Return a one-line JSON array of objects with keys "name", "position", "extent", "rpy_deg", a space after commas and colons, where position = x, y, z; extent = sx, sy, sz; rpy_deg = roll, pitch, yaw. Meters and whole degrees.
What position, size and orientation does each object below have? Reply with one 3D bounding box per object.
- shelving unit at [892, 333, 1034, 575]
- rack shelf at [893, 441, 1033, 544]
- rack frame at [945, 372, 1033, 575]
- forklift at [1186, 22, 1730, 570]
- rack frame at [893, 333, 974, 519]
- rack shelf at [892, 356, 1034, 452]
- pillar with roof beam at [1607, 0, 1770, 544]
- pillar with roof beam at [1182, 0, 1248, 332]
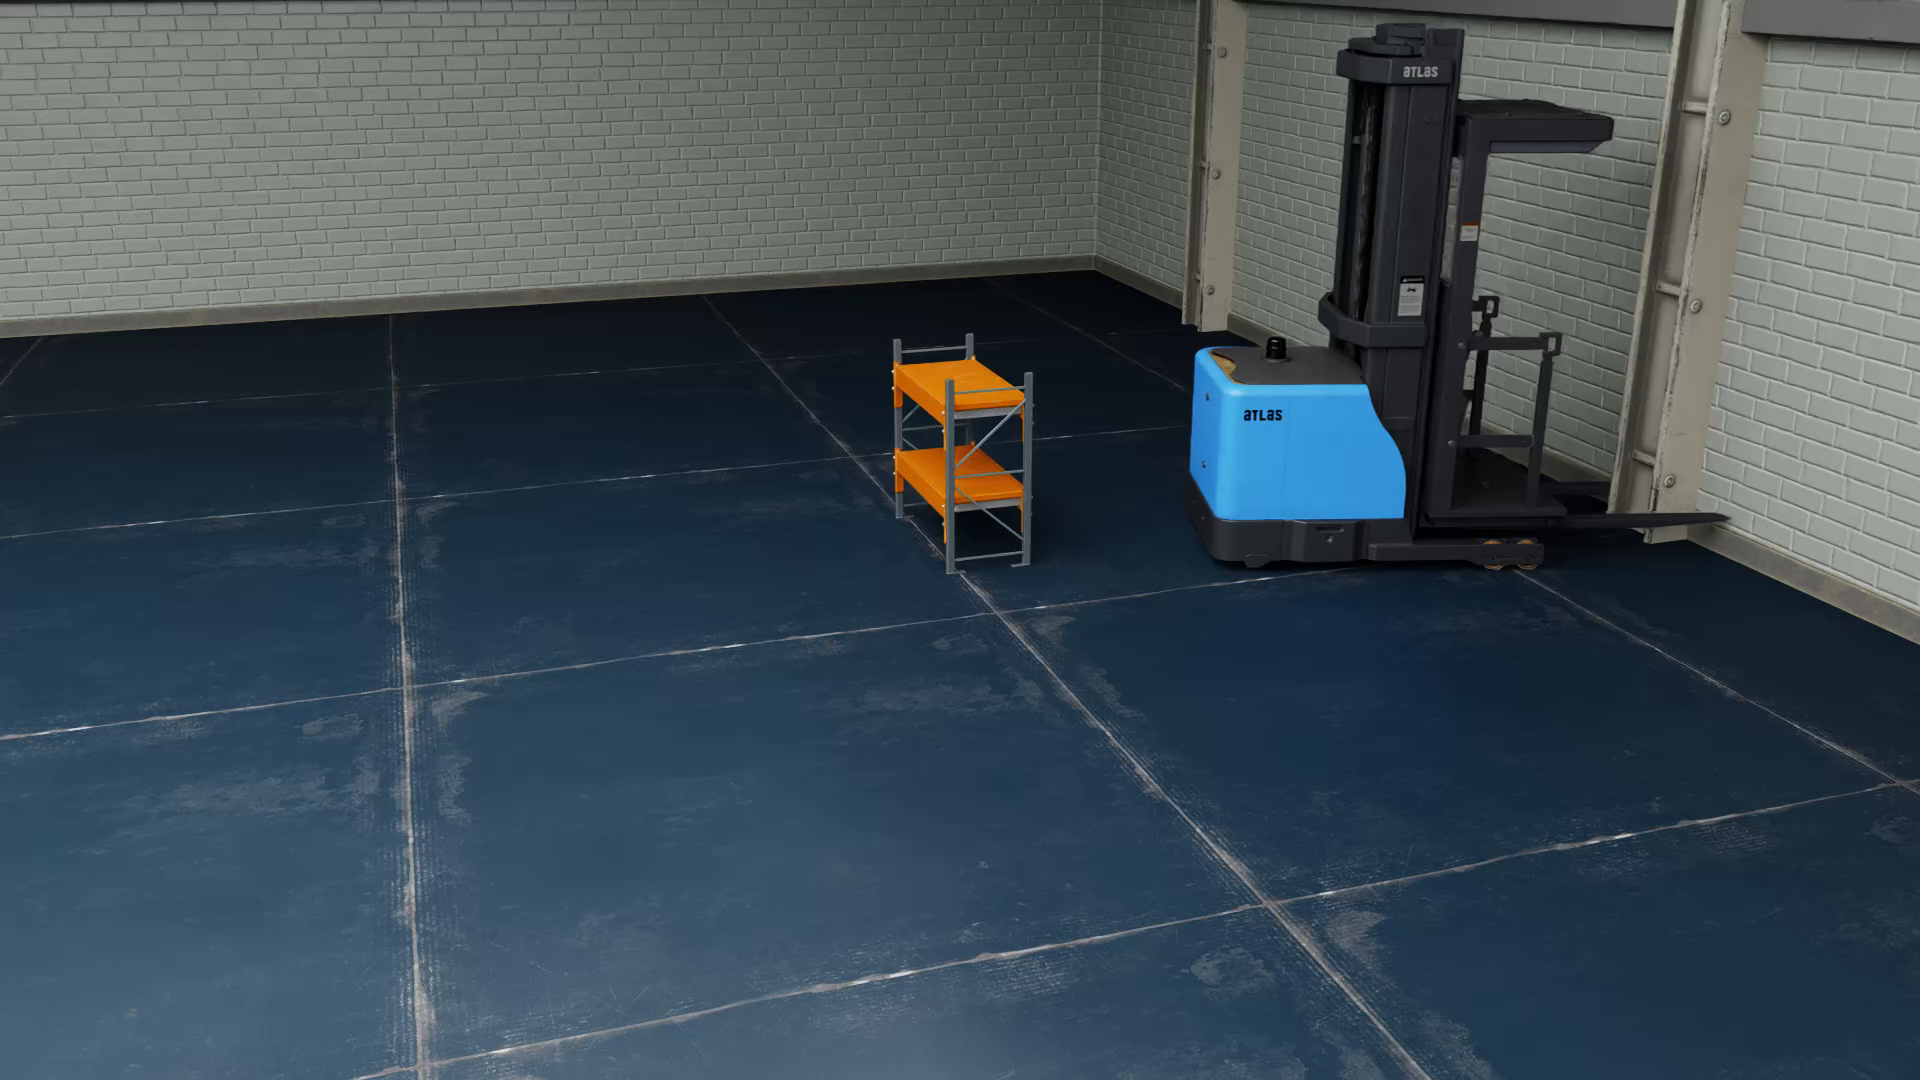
[{"name": "shelving unit", "position": [0.002, -0.527, 9.720], "extent": [0.538, 1.125, 1.048], "rpy_deg": [-6, 21, -17]}, {"name": "rack shelf", "position": [0.002, -0.297, 9.803], "extent": [0.538, 0.278, 1.000], "rpy_deg": [-6, 21, -17]}, {"name": "rack frame", "position": [0.162, -0.364, 9.266], "extent": [0.500, 1.125, 0.032], "rpy_deg": [-6, 21, -17]}, {"name": "forklift", "position": [2.922, -1.387, 9.442], "extent": [3.031, 2.935, 1.130], "rpy_deg": [-1, 20, -2]}, {"name": "rack frame", "position": [-0.158, -0.690, 10.174], "extent": [0.500, 1.125, 0.032], "rpy_deg": [-6, 21, -17]}, {"name": "rack shelf", "position": [0.002, -0.803, 9.621], "extent": [0.538, 0.278, 1.000], "rpy_deg": [-6, 21, -17]}, {"name": "pillar with roof beam", "position": [0.079, -3.835, 7.280], "extent": [9.100, 9.000, 0.400], "rpy_deg": [-6, 21, -17]}, {"name": "pillar with roof beam", "position": [-1.807, -5.760, 12.641], "extent": [9.100, 9.000, 0.400], "rpy_deg": [-6, 21, -17]}]
